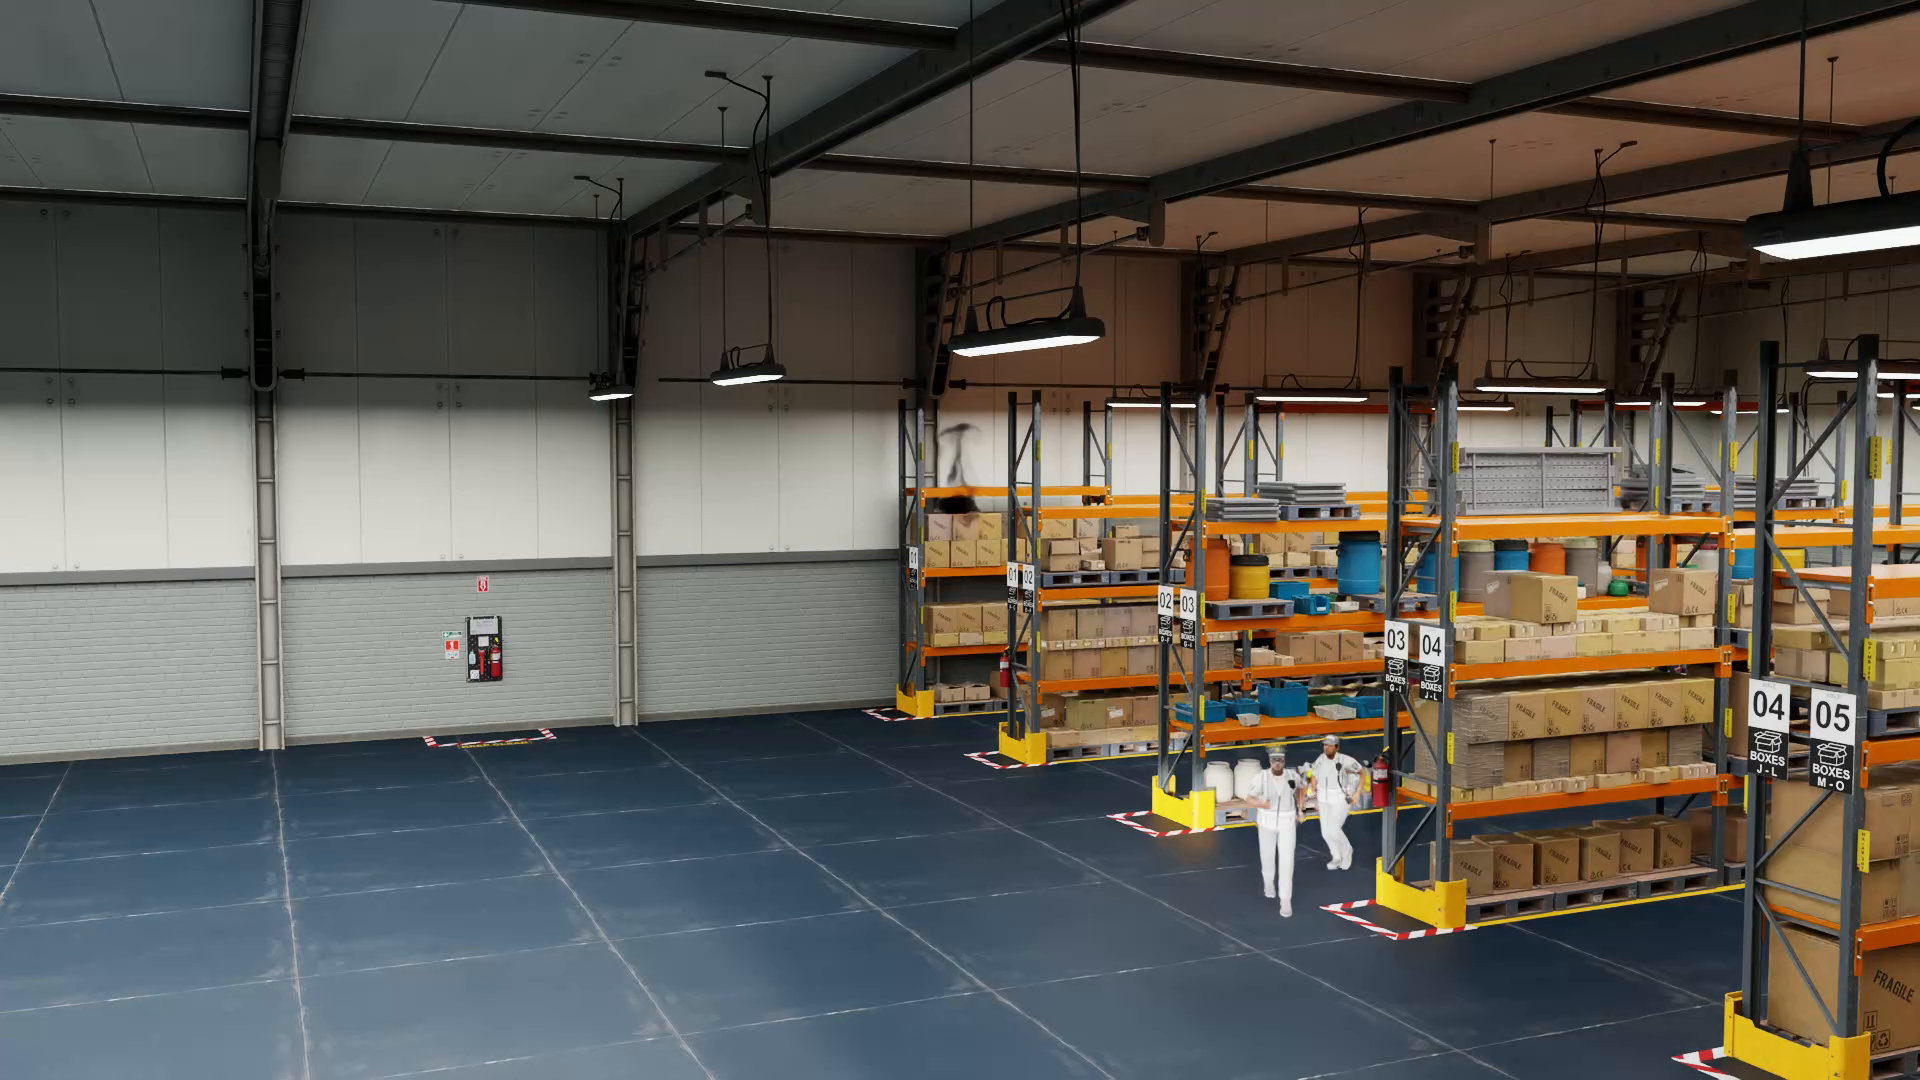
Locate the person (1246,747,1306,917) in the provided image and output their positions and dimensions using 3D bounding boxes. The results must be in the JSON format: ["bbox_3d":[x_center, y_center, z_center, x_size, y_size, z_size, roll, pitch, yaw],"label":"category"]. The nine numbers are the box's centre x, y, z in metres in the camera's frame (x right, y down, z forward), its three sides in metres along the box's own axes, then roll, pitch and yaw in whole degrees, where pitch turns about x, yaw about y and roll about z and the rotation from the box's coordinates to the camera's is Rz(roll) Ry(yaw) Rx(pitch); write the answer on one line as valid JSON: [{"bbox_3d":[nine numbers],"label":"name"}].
[{"bbox_3d":[3.507,3.171,18.449,0.665,1.785,0.965,1,3,10],"label":"person"}]

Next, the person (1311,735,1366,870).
[{"bbox_3d":[4.502,3.172,20.056,0.626,1.648,0.626,3,5,43],"label":"person"}]

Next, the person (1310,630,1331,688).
[{"bbox_3d":[6.905,2.515,31.801,0.686,1.619,0.607,-2,4,-33],"label":"person"}]
